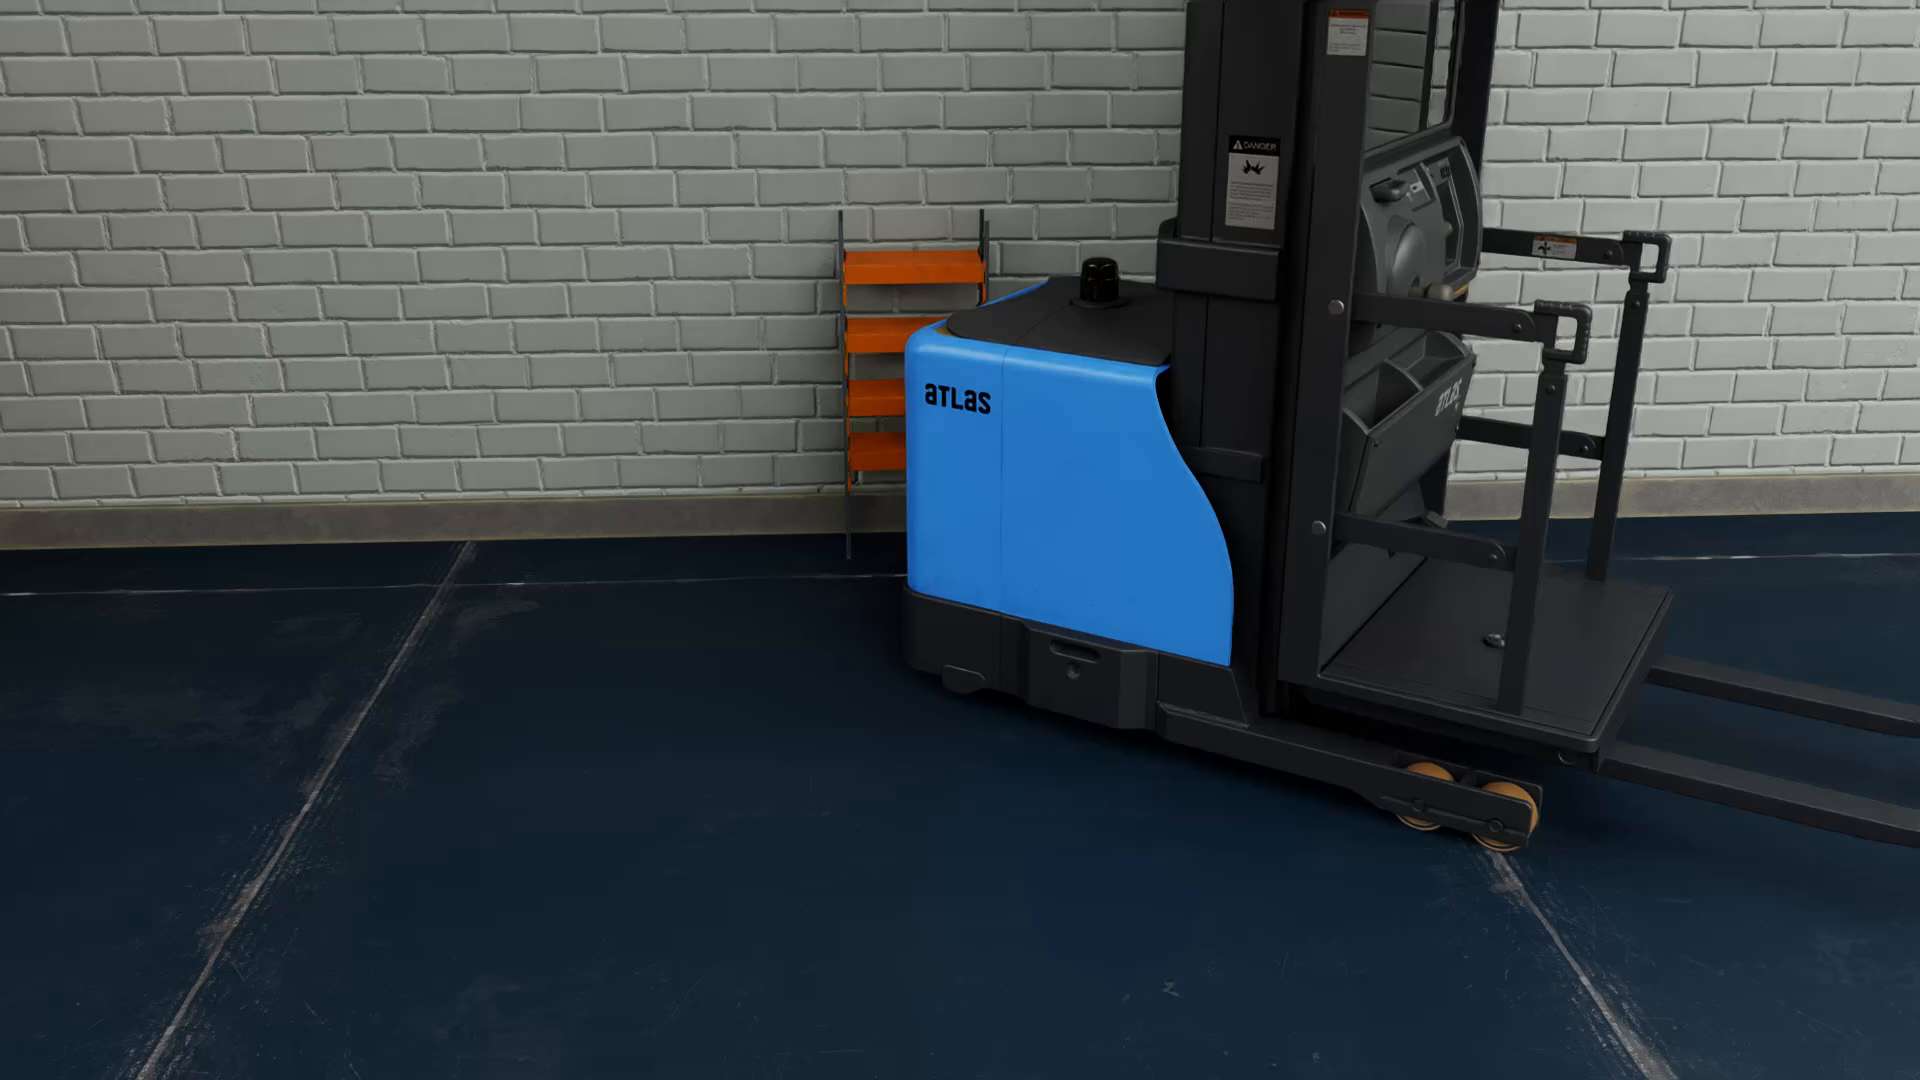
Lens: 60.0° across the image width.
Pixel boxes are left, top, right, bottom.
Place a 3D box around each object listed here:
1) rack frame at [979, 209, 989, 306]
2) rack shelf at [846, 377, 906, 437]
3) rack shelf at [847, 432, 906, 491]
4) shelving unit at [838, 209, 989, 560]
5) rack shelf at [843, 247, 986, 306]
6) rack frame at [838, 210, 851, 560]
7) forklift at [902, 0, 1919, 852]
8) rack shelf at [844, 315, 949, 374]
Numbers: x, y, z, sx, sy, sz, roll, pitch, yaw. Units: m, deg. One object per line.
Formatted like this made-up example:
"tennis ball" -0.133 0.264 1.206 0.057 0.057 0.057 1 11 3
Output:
"rack frame" 0.083 -0.545 5.865 0.015 1.200 0.240 -1 21 -4
"rack shelf" -0.161 -0.476 5.874 0.480 0.148 0.258 -1 21 -4
"rack shelf" -0.161 -0.291 5.945 0.480 0.148 0.258 -1 21 -4
"shelving unit" -0.161 -0.539 5.850 0.503 1.200 0.258 -1 21 -4
"rack shelf" -0.161 -0.906 5.710 0.480 0.148 0.258 -1 21 -4
"rack frame" -0.404 -0.533 5.835 0.015 1.200 0.240 -1 21 -4
"forklift" 1.357 -0.818 4.149 3.031 2.935 1.130 12 24 29
"rack shelf" -0.161 -0.685 5.794 0.480 0.148 0.258 -1 21 -4
